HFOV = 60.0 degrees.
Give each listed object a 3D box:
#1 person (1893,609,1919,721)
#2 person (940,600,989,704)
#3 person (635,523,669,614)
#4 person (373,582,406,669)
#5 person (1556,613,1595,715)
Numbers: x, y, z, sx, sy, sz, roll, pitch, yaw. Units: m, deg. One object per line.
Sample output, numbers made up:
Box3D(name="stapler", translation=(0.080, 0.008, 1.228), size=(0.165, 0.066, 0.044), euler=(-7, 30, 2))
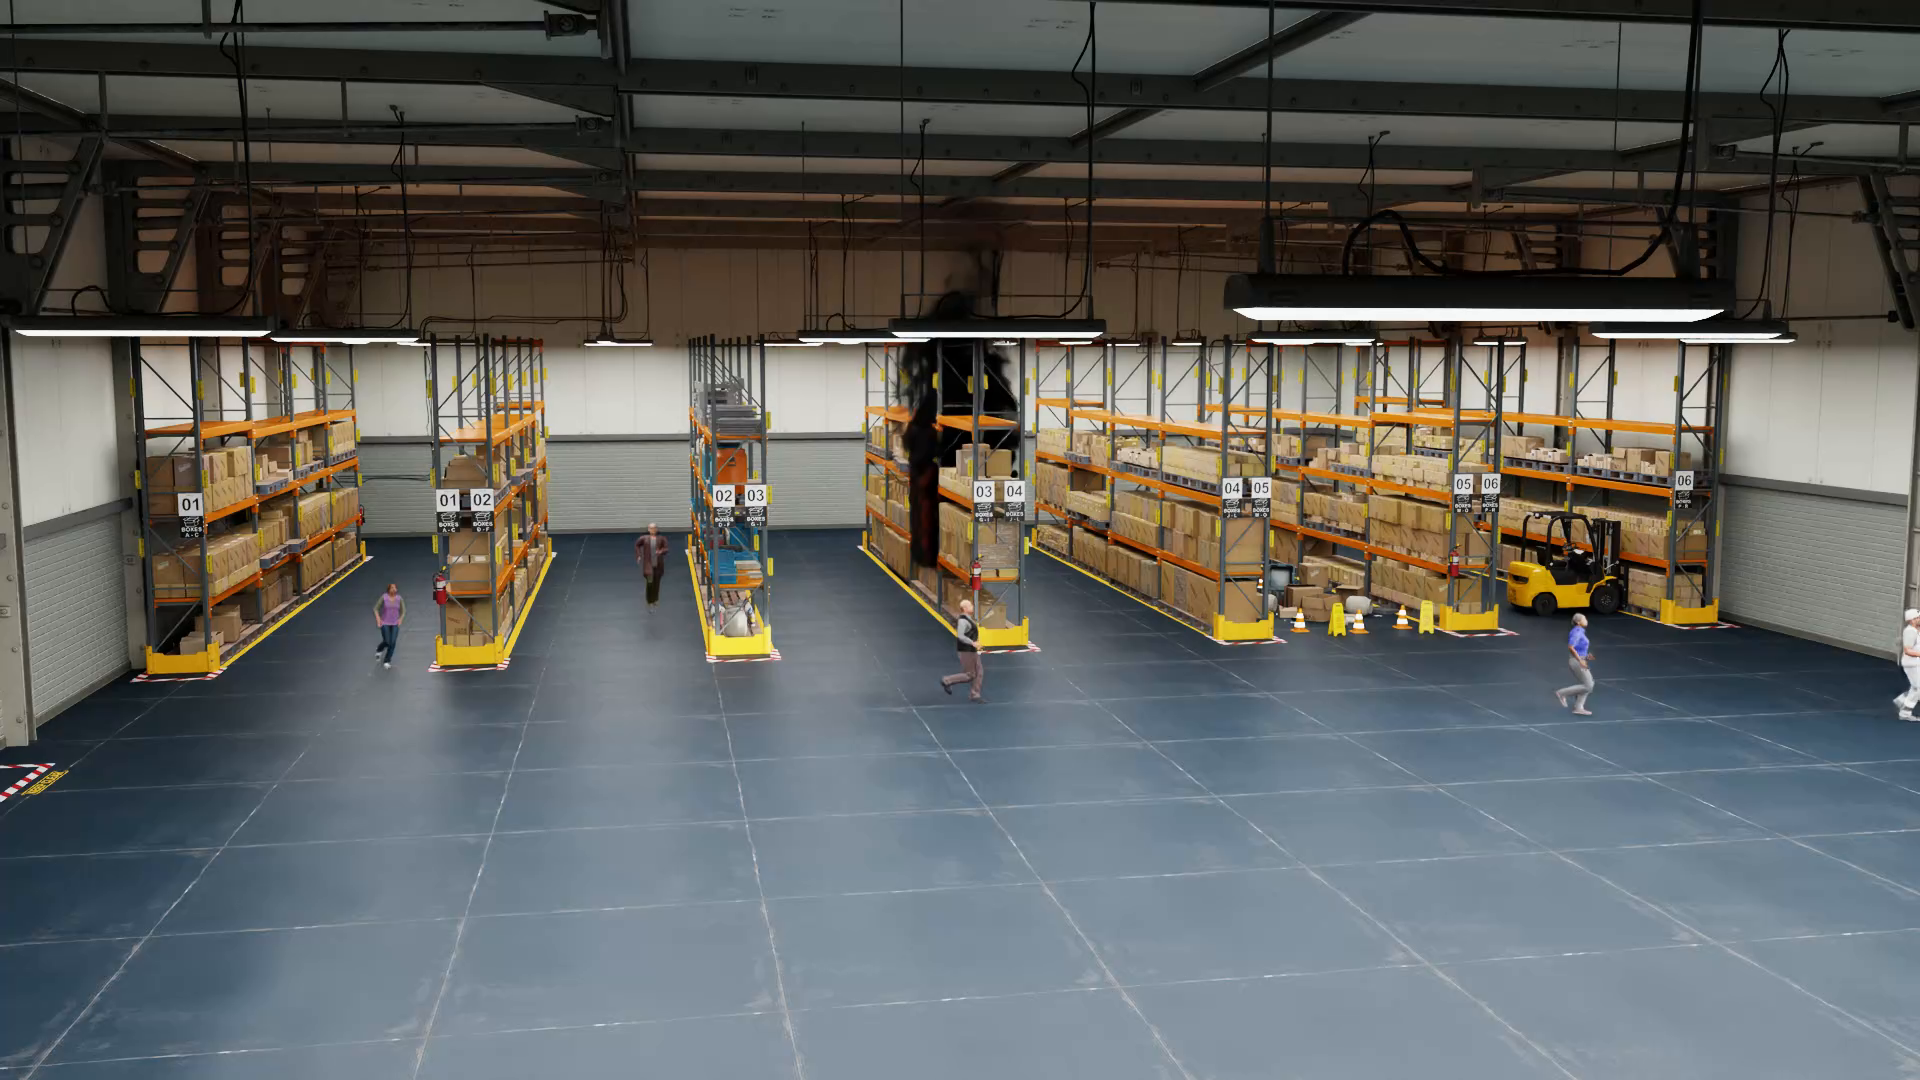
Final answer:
Box3D(name="person", translation=(14.715, 1.927, 25.579), size=(0.598, 1.740, 0.648), euler=(5, 8, 37))
Box3D(name="person", translation=(0.077, 1.815, 26.941), size=(0.792, 1.708, 0.661), euler=(1, 7, 9))
Box3D(name="person", translation=(-6.427, 0.586, 34.843), size=(0.670, 1.887, 0.786), euler=(-2, 7, -21))
Box3D(name="person", translation=(-10.281, 1.542, 30.052), size=(0.547, 1.575, 0.529), euler=(-4, 8, -34))
Box3D(name="person", translation=(9.660, 1.943, 26.084), size=(0.575, 1.608, 0.591), euler=(2, 7, 14))
